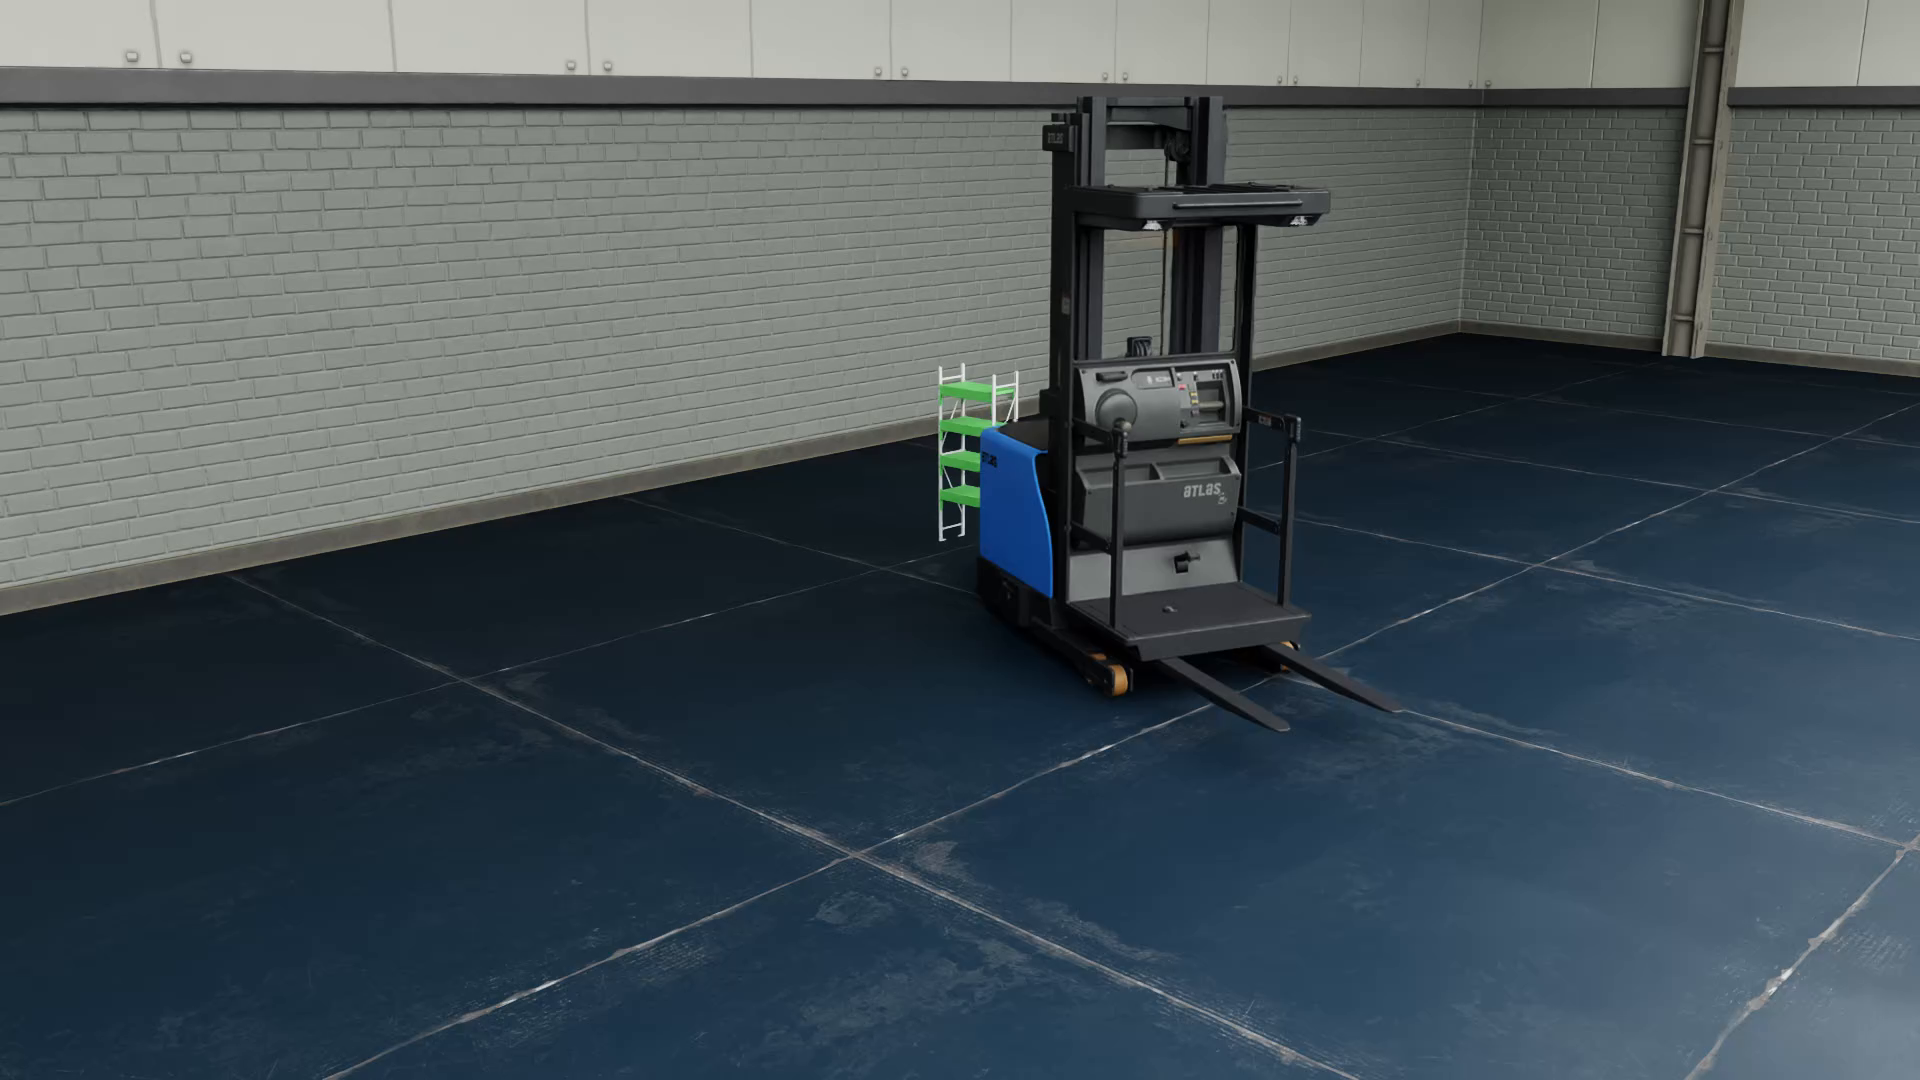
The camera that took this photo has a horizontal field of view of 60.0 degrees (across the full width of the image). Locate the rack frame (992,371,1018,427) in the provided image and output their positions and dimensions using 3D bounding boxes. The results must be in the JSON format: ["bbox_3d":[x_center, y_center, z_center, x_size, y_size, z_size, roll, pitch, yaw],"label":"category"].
[{"bbox_3d":[0.295,-0.509,11.006,0.015,1.200,0.240,14,20,42],"label":"rack frame"}]

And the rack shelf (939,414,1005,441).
[{"bbox_3d":[0.119,-0.722,11.125,0.480,0.148,0.258,14,20,42],"label":"rack shelf"}]

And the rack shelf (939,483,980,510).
[{"bbox_3d":[0.119,-0.258,11.246,0.480,0.148,0.258,14,20,42],"label":"rack shelf"}]

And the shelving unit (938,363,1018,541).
[{"bbox_3d":[0.119,-0.552,11.170,0.503,1.200,0.258,14,20,42],"label":"shelving unit"}]

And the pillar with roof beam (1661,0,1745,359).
[{"bbox_3d":[5.664,-5.781,15.771,0.400,9.000,9.100,14,20,42],"label":"pillar with roof beam"}]

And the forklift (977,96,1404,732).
[{"bbox_3d":[1.133,-0.746,8.482,1.130,2.935,3.031,-6,16,-22],"label":"forklift"}]

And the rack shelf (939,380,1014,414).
[{"bbox_3d":[0.119,-0.954,11.065,0.480,0.148,0.258,14,20,42],"label":"rack shelf"}]

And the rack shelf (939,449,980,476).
[{"bbox_3d":[0.119,-0.490,11.186,0.480,0.148,0.258,14,20,42],"label":"rack shelf"}]

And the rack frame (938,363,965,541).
[{"bbox_3d":[-0.057,-0.594,11.334,0.015,1.200,0.240,14,20,42],"label":"rack frame"}]
